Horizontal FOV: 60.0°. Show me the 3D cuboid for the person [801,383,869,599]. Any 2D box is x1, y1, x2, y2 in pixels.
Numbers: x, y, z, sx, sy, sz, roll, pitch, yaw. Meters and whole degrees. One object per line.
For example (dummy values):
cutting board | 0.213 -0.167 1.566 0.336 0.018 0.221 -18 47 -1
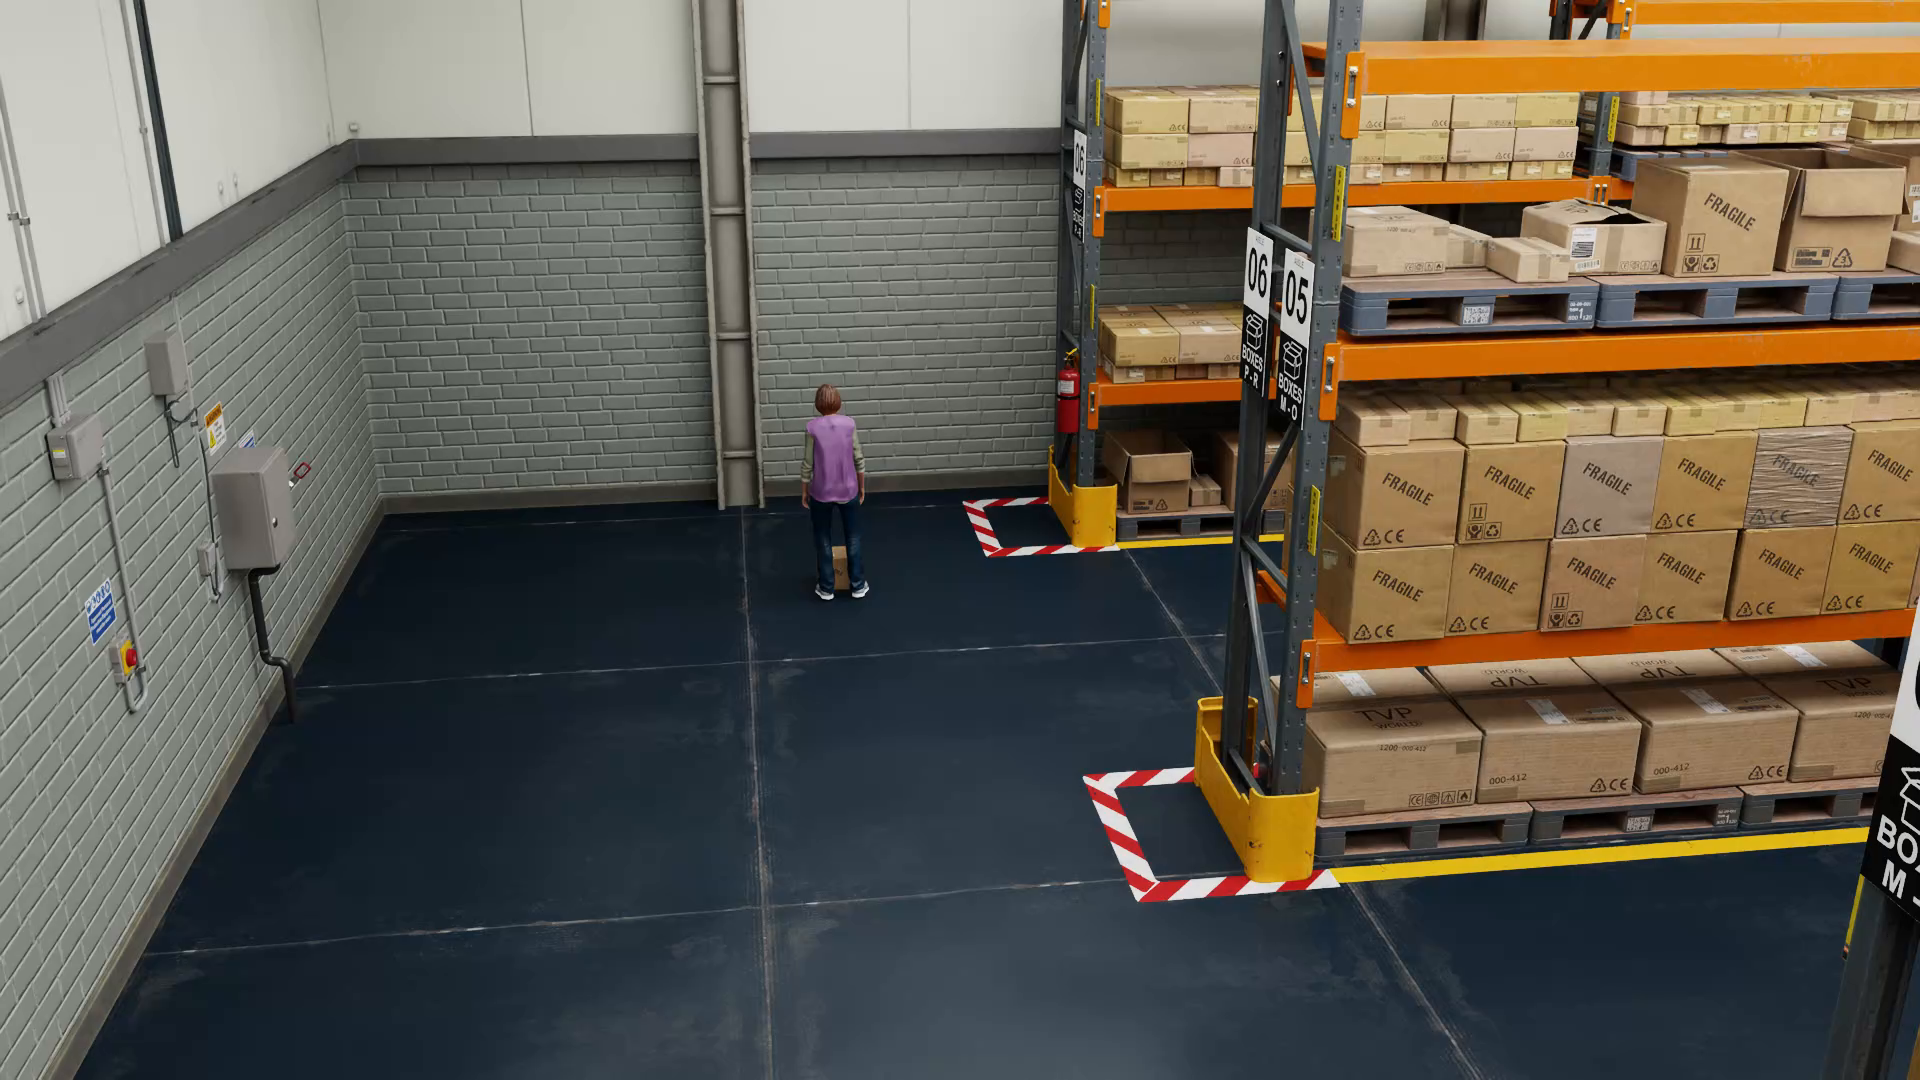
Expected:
person | -0.904 -0.316 12.003 0.485 1.553 0.343 -4 21 -11
